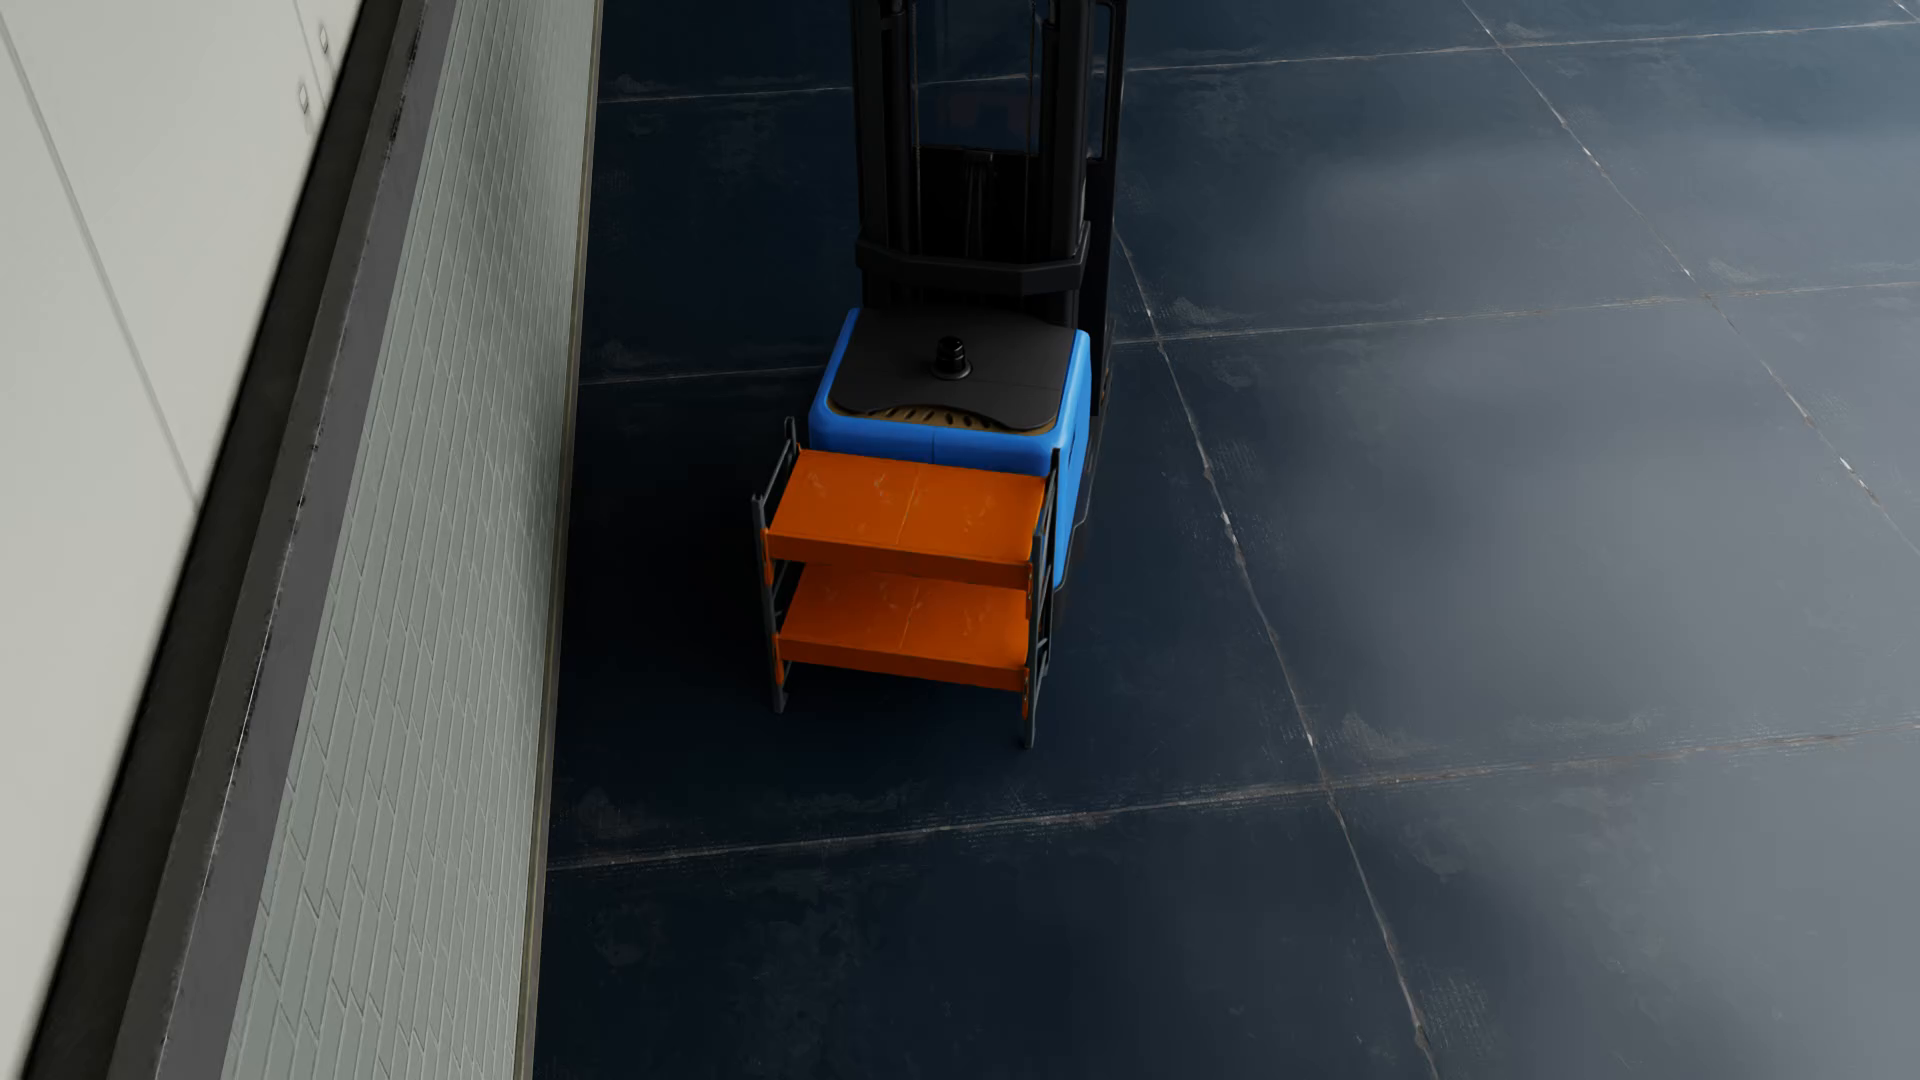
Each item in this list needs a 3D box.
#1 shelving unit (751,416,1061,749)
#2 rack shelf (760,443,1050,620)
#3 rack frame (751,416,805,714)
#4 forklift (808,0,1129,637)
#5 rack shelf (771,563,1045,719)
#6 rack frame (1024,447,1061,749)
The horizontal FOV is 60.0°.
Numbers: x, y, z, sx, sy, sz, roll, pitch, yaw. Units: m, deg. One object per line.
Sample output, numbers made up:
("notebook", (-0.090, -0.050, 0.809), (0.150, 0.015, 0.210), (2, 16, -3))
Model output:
("shelving unit", (-0.187, 0.177, 6.429), (1.048, 1.125, 0.538), (7, 43, 8))
("rack shelf", (-0.187, -0.040, 6.233), (1.000, 0.278, 0.538), (7, 43, 8))
("rack frame", (-0.687, 0.115, 6.497), (0.032, 1.125, 0.500), (7, 43, 8))
("forklift", (0.153, -1.680, 7.140), (1.130, 2.935, 3.031), (7, 42, 7))
("rack shelf", (-0.187, 0.359, 6.593), (1.000, 0.278, 0.538), (7, 43, 8))
("rack frame", (0.313, 0.239, 6.361), (0.032, 1.125, 0.500), (7, 43, 8))
